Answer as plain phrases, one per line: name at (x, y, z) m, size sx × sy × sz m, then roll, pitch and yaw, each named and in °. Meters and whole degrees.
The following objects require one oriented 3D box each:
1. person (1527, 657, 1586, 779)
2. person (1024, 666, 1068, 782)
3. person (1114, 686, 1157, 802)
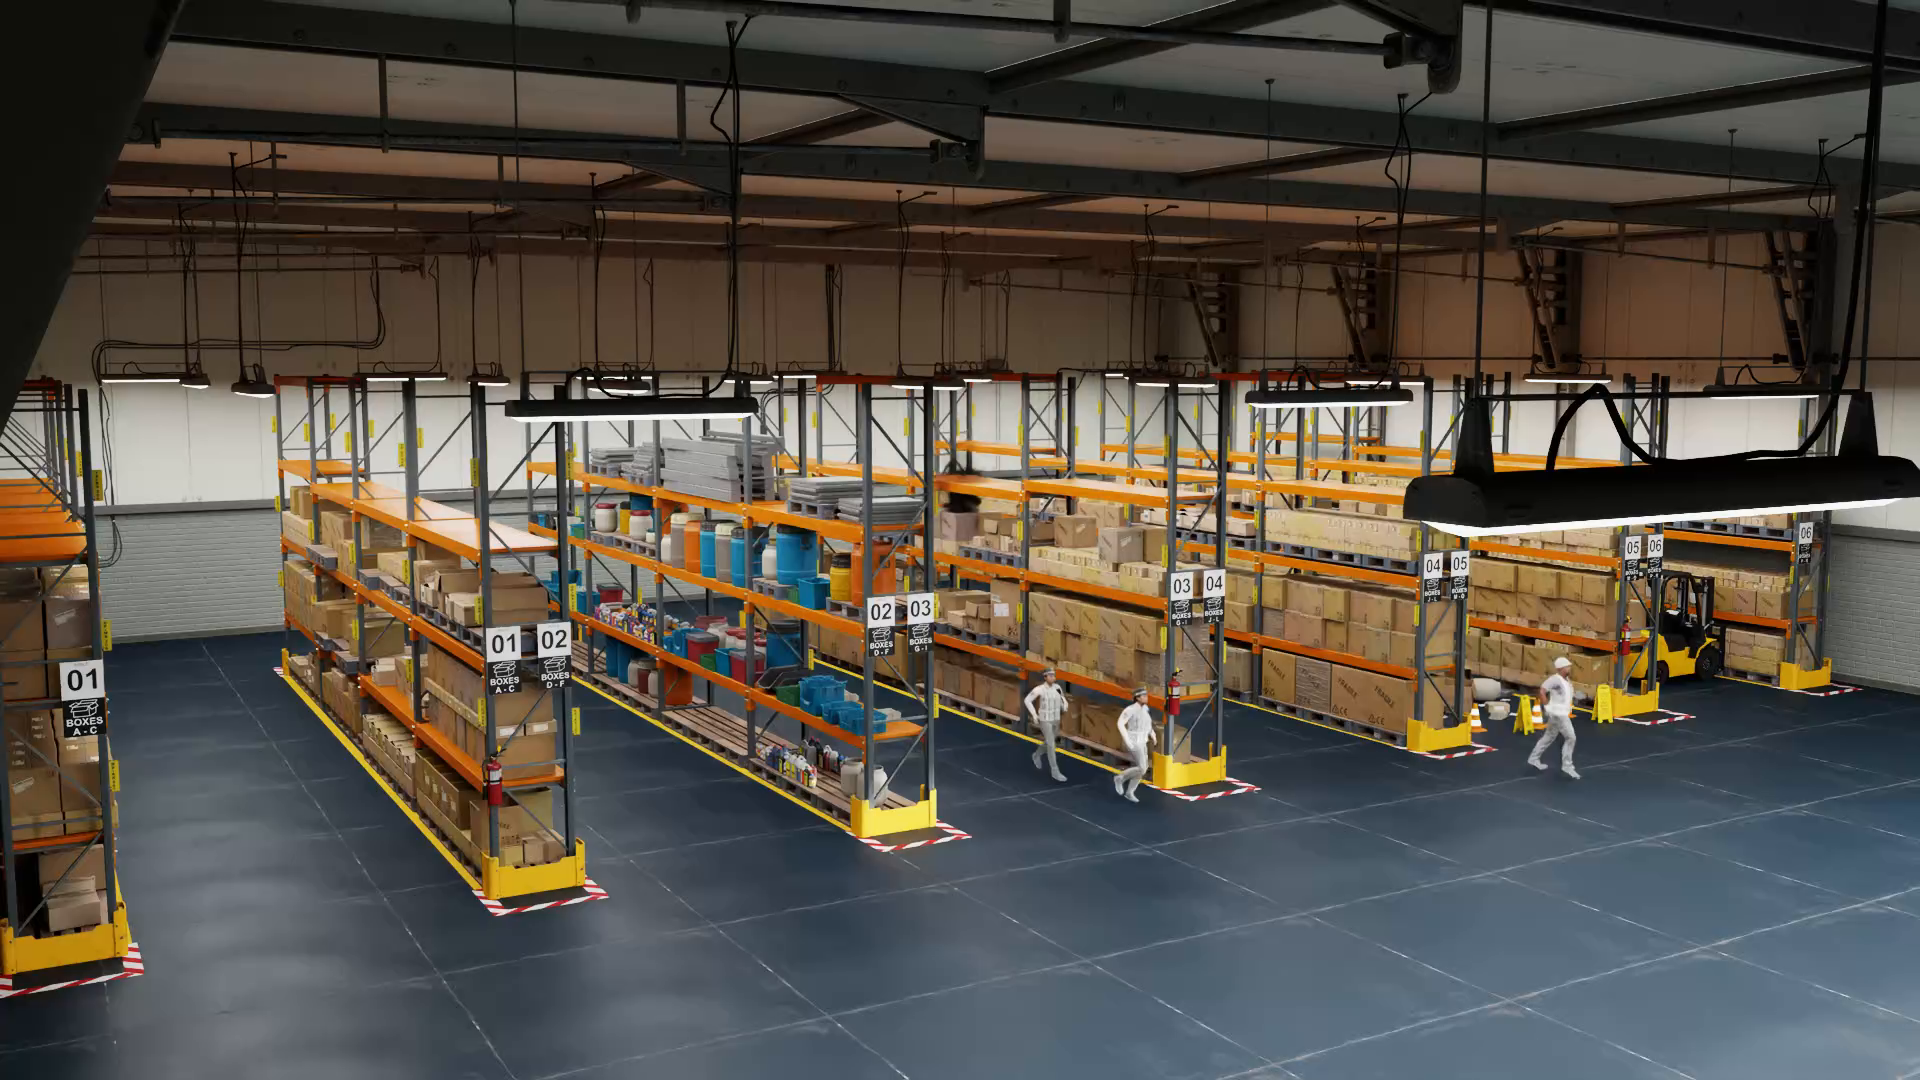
person at (9.075, 2.674, 25.277) m, size 0.811 × 1.826 × 0.659 m, roll 2°, pitch 7°, yaw 22°
person at (1.335, 2.724, 25.079) m, size 0.625 × 1.676 × 0.937 m, roll -4°, pitch 8°, yaw -34°
person at (2.562, 2.927, 23.907) m, size 0.528 × 1.679 × 0.623 m, roll 5°, pitch 8°, yaw 38°
